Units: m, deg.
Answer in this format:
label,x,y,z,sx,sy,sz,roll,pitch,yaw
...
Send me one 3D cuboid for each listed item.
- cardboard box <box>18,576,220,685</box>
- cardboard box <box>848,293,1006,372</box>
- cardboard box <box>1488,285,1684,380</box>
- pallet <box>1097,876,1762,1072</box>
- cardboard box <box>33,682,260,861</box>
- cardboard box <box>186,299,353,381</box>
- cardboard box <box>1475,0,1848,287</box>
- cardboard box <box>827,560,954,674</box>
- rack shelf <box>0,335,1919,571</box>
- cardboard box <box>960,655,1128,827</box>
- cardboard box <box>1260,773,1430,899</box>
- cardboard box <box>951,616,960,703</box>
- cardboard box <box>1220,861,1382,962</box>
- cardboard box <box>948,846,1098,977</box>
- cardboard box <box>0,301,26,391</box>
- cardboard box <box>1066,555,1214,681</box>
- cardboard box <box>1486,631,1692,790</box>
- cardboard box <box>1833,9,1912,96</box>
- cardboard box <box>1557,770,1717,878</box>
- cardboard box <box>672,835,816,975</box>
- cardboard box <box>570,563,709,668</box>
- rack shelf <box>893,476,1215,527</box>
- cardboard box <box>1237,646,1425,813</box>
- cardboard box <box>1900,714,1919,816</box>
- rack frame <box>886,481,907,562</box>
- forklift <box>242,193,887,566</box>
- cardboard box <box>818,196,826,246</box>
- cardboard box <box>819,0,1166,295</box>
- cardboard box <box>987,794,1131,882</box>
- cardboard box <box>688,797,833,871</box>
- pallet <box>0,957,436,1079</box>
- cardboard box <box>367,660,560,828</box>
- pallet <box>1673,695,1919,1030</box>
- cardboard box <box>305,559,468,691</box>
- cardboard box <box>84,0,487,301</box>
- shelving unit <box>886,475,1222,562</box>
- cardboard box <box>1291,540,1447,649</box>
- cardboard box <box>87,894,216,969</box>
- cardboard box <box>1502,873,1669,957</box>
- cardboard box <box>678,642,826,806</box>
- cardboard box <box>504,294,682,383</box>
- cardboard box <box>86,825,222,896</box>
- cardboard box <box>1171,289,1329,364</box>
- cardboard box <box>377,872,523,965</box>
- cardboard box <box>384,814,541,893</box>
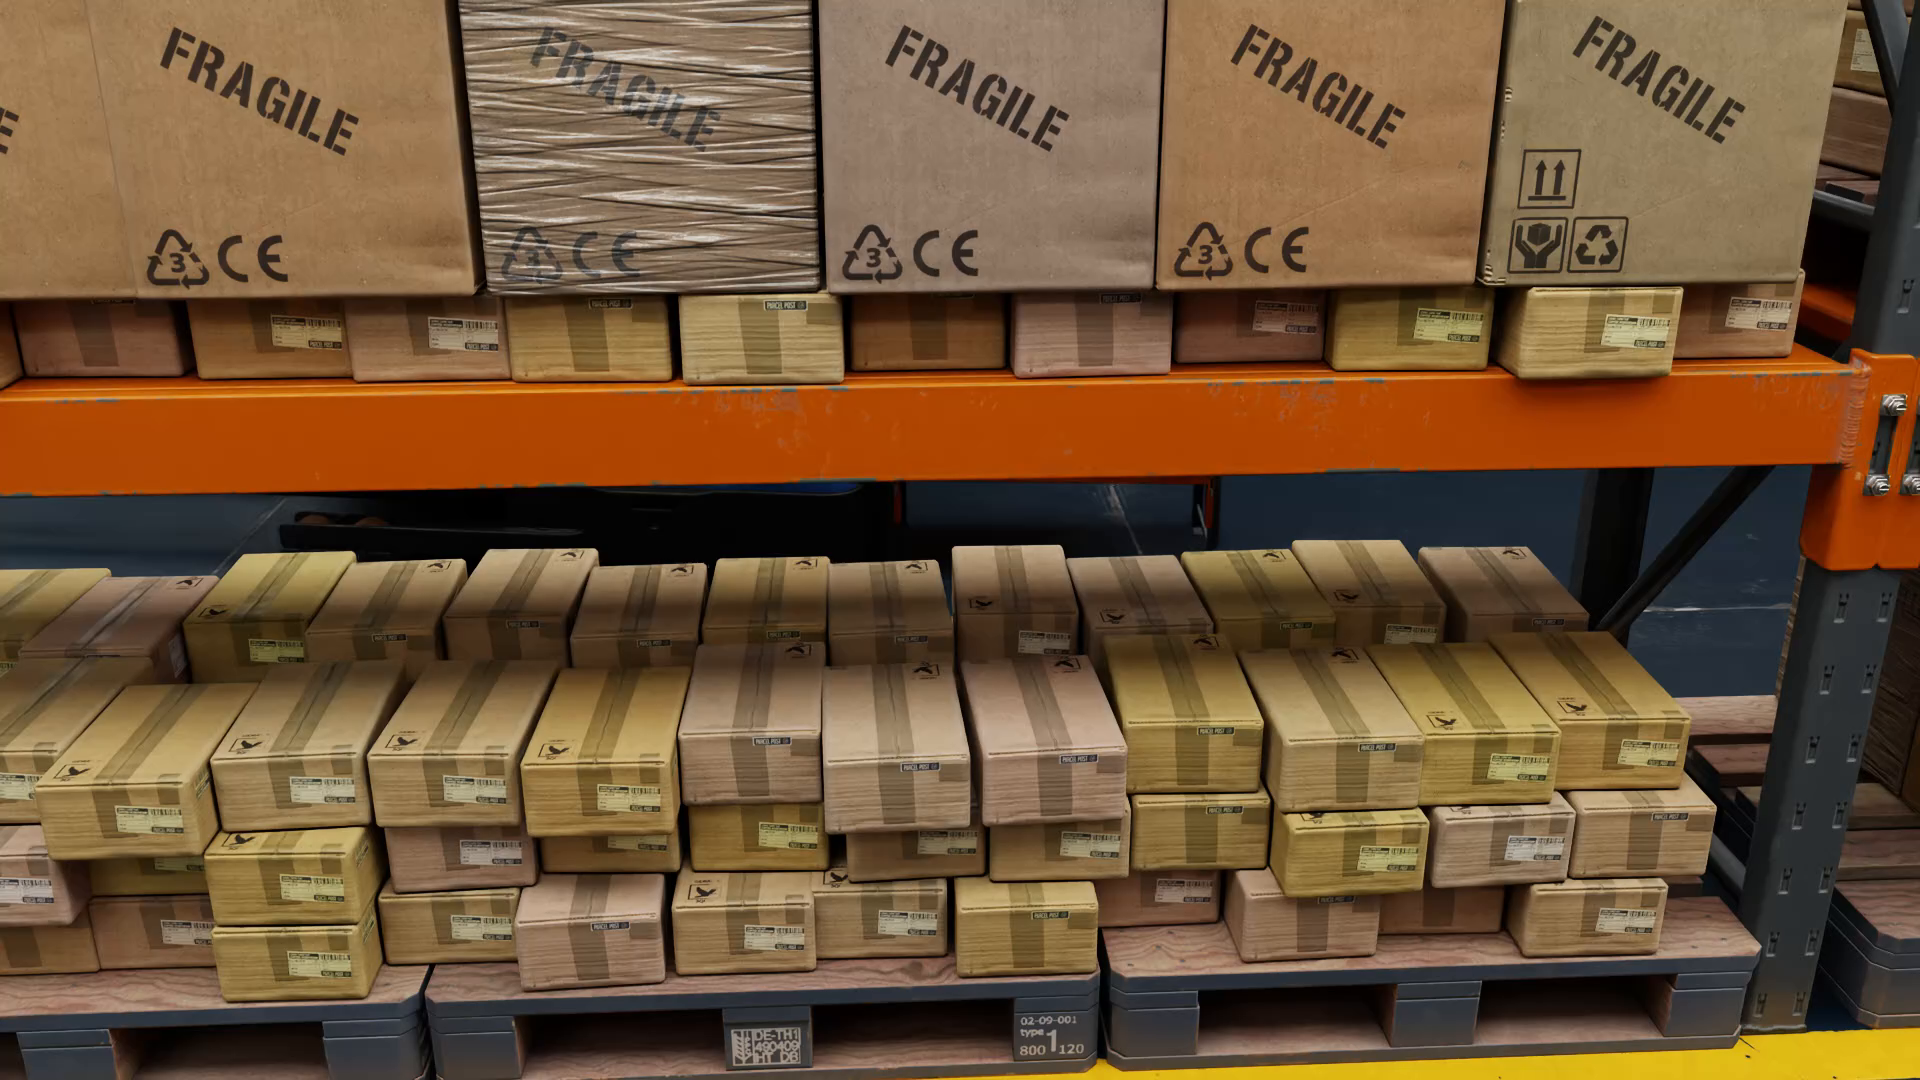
label,x,y,z,sx,sy,sz,roll,pitch,yaw
cardboard box,-1.711,0.213,3.426,0.250,0.149,0.380,-1,21,-2
cardboard box,-0.064,-0.408,2.829,0.250,0.149,0.380,-1,21,-4
cardboard box,0.992,-0.391,2.784,0.250,0.149,0.380,-2,21,-4
pallet,0.846,0.689,3.516,1.213,0.211,1.003,-1,21,-3
cardboard box,-1.409,0.401,2.934,0.250,0.149,0.380,-1,21,-3
cardboard box,-1.090,-0.389,2.781,0.250,0.149,0.380,-1,21,-4
cardboard box,1.048,-0.716,2.728,0.500,0.500,0.500,-1,21,-3
cardboard box,-0.154,0.182,3.507,0.250,0.149,0.380,-2,21,-5
rack shelf,-0.482,-0.264,3.110,4.000,0.370,1.077,-1,21,-3
cardboard box,0.145,0.360,3.041,0.250,0.149,0.380,-2,21,-6
cardboard box,0.682,0.497,3.098,0.250,0.149,0.380,-2,21,-5
cardboard box,0.100,0.306,3.599,0.250,0.149,0.380,0,21,-1
cardboard box,0.618,0.628,3.172,0.250,0.149,0.380,-2,21,-5
cardboard box,0.109,0.645,3.127,0.250,0.149,0.380,-1,21,-3
cardboard box,-1.614,-0.339,2.648,0.250,0.149,0.380,-2,21,-5
cardboard box,0.372,0.171,3.536,0.250,0.149,0.380,-2,21,-4
cardboard box,1.174,0.317,3.153,0.250,0.149,0.380,-1,21,-2
cardboard box,1.900,-0.937,3.211,0.250,0.149,0.380,-1,21,-1
cardboard box,1.218,0.476,3.155,0.250,0.149,0.380,-1,21,-2
cardboard box,-0.394,0.643,3.132,0.250,0.149,0.380,-1,21,-3
cardboard box,-0.663,0.189,3.490,0.250,0.149,0.380,-2,21,-5
rack shelf,0.300,-0.266,5.427,1.000,0.278,0.538,1,21,2
cardboard box,0.673,0.344,3.083,0.250,0.149,0.380,-1,21,-4
cardboard box,2.267,0.410,3.251,0.500,0.500,0.500,0,21,-1
rack frame,-0.208,-0.501,5.356,0.032,1.125,0.500,1,21,2
forklift,-1.763,-1.457,5.328,3.031,2.935,1.130,2,21,6
cardboard box,-0.364,-0.568,3.250,0.250,0.149,0.380,0,21,-1
cardboard box,0.033,-0.697,2.676,0.500,0.500,0.500,-1,21,-3
cardboard box,0.173,0.480,3.144,0.250,0.149,0.380,-1,21,-2
cardboard box,-0.365,0.468,3.174,0.250,0.149,0.380,0,21,-1
pallet,-1.590,0.738,3.386,1.213,0.211,1.003,-1,21,-3
cardboard box,-0.889,0.364,3.030,0.250,0.149,0.380,0,21,-1
pallet,2.292,0.646,3.628,1.213,0.211,1.003,-1,21,-3
cardboard box,-1.197,0.180,3.513,0.250,0.149,0.380,-2,21,-5
cardboard box,-0.992,-0.682,2.637,0.500,0.500,0.500,-1,21,-2
shelving unit,0.300,-0.495,5.340,1.048,1.125,0.538,1,21,2
cardboard box,0.880,0.135,3.631,0.250,0.149,0.380,0,21,0
cardboard box,-1.433,0.638,3.147,0.250,0.149,0.380,-1,21,-2
cardboard box,1.142,0.624,3.182,0.250,0.149,0.380,-1,21,-2
cardboard box,-0.378,0.336,3.104,0.250,0.149,0.380,-1,21,-3
cardboard box,-0.582,-0.382,2.762,0.250,0.149,0.380,0,21,-1
cardboard box,-1.425,0.496,3.101,0.250,0.149,0.380,-1,21,-2
cardboard box,0.460,-0.425,2.876,0.250,0.149,0.380,-2,21,-5
cardboard box,-0.923,0.632,3.161,0.250,0.149,0.380,-1,21,-3
cardboard box,-0.904,0.490,3.116,0.250,0.149,0.380,-2,21,-6
